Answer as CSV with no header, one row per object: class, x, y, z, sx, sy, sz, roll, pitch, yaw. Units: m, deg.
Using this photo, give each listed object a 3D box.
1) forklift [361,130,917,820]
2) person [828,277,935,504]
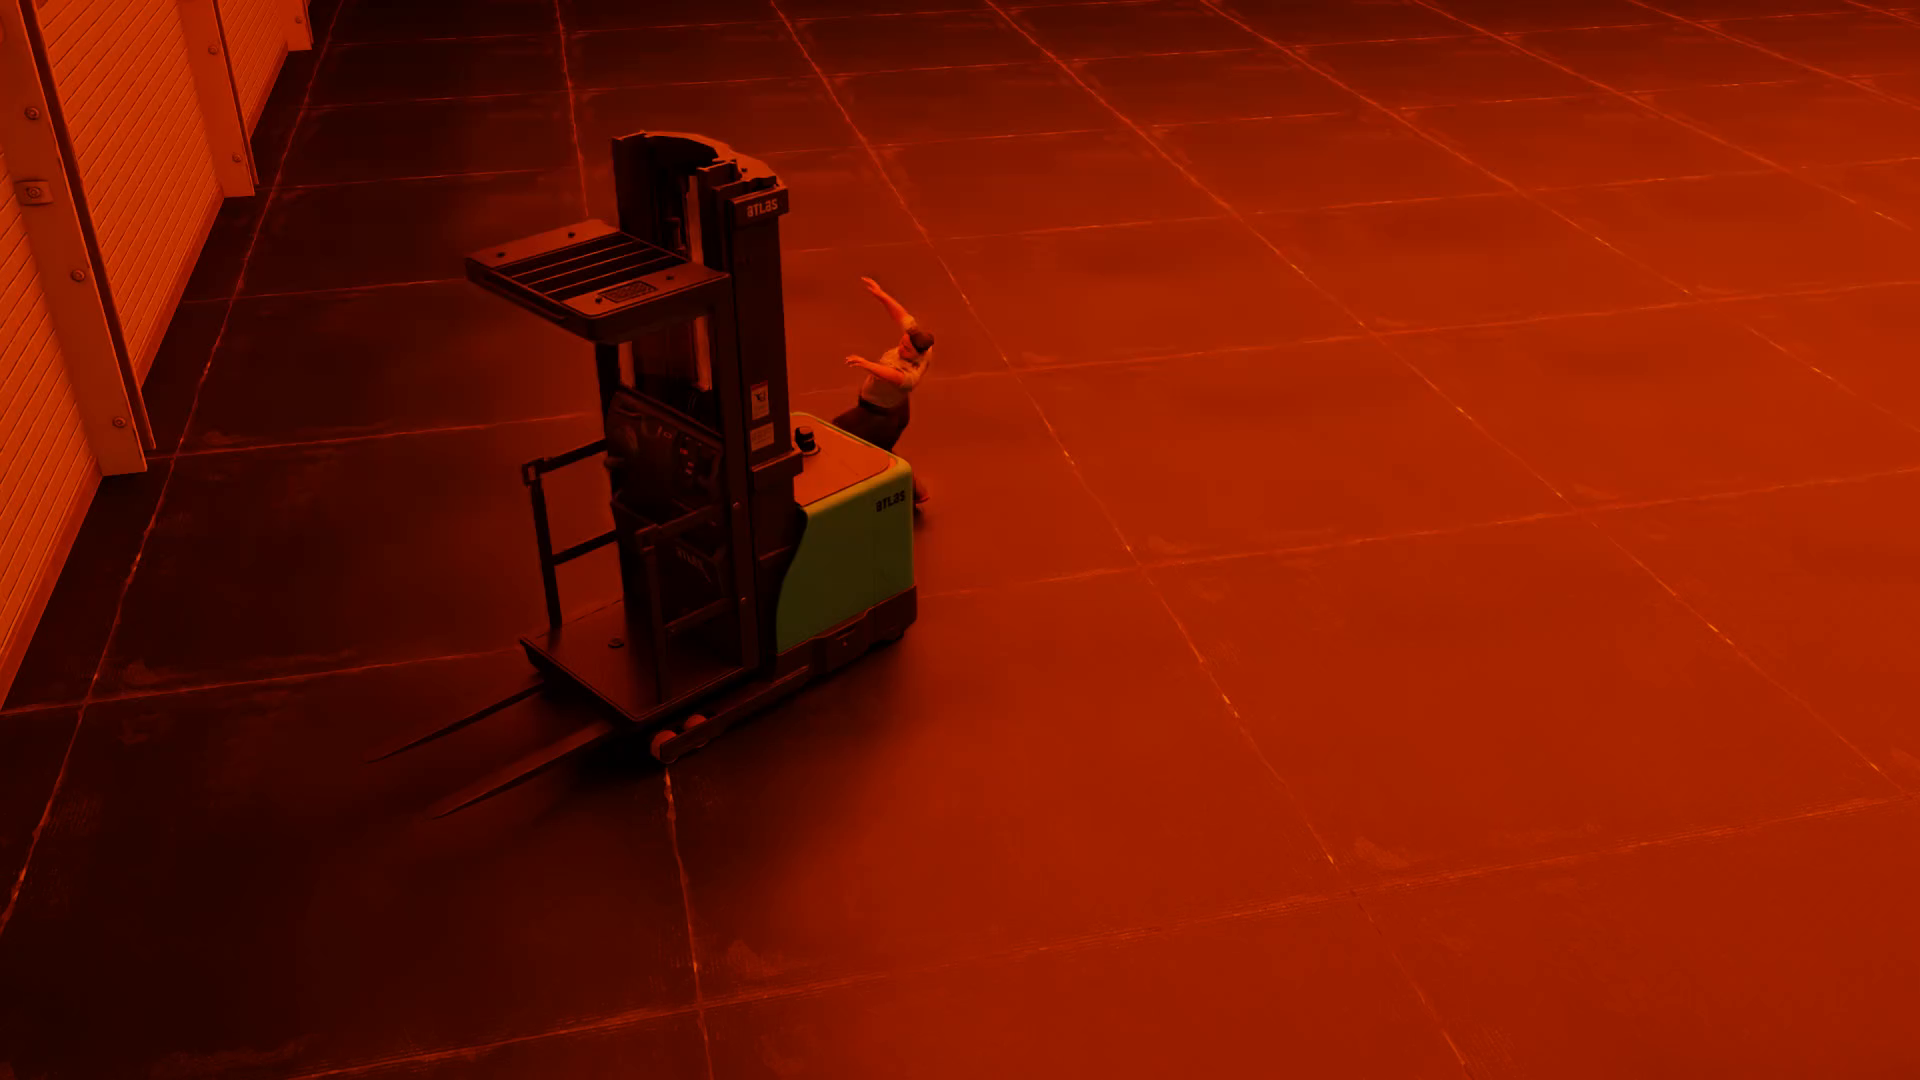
forklift,-1.648,-0.416,8.294,3.031,2.935,1.130,-26,39,-37
person,-0.586,-0.784,10.332,0.769,1.576,1.011,13,33,21
